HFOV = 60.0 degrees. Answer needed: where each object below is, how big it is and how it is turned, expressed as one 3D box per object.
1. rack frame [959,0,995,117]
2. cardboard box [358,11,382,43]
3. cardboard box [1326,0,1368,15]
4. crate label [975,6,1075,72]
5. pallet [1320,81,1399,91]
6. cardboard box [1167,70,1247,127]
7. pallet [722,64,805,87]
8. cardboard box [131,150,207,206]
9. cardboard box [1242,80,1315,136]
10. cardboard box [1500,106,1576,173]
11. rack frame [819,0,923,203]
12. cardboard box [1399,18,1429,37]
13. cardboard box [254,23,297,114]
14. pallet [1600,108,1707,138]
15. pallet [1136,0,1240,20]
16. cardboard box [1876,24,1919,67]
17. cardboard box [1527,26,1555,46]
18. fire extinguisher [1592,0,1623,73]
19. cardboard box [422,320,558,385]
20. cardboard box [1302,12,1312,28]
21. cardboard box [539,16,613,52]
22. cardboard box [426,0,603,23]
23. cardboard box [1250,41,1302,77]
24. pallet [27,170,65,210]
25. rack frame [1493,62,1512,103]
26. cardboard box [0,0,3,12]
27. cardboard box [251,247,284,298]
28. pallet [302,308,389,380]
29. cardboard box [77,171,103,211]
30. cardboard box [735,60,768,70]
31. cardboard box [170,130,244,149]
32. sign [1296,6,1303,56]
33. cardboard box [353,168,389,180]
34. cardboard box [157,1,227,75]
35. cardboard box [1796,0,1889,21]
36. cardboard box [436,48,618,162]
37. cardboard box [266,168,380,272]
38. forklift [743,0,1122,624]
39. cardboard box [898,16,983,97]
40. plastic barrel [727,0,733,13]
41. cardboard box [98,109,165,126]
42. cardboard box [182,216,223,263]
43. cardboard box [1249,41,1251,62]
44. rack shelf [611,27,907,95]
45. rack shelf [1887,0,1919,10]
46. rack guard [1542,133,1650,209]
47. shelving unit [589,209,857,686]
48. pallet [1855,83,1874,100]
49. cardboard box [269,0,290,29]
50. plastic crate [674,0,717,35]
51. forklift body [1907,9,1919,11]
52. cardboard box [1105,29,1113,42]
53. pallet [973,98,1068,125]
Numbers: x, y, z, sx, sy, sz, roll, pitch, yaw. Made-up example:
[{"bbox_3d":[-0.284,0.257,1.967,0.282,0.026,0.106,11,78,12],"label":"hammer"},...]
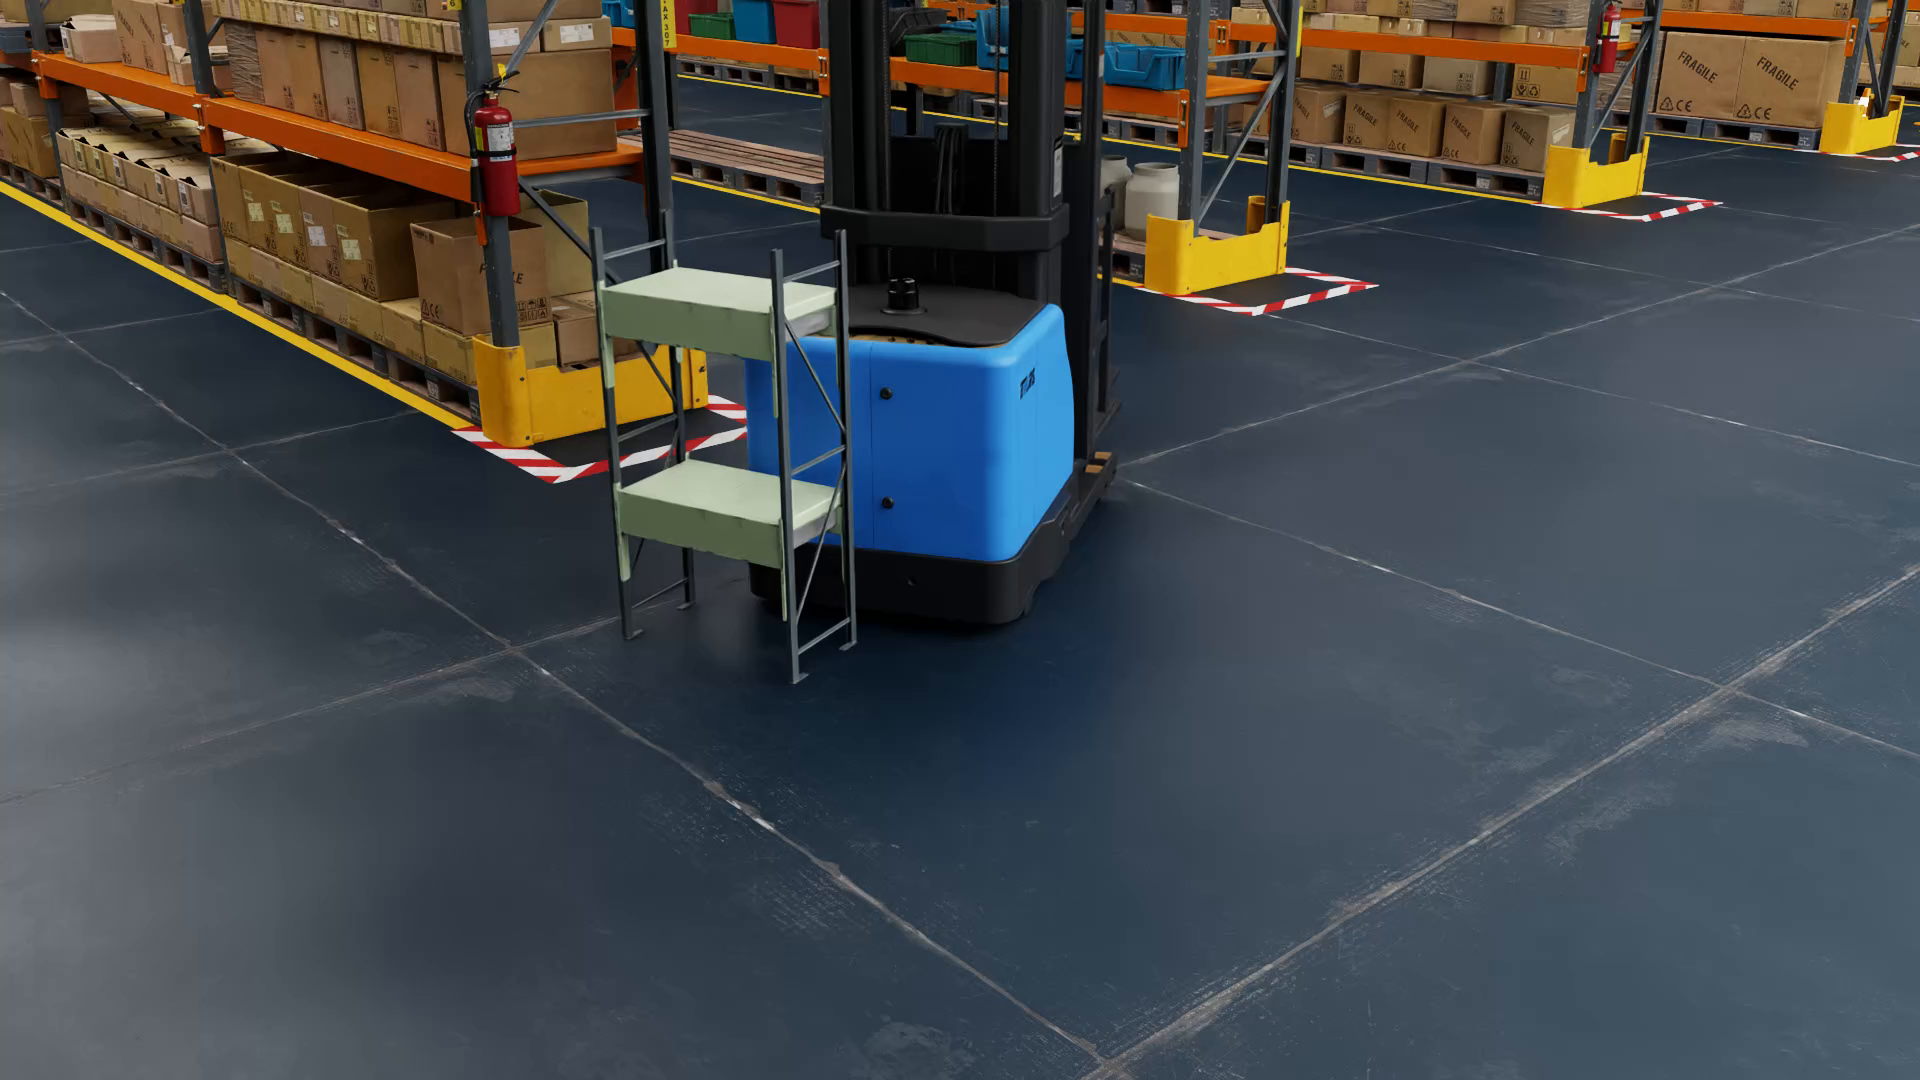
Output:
[{"bbox_3d":[0.406,-6.598,19.717,1.000,3.000,0.127,-17,27,-37],"label":"rack frame"},{"bbox_3d":[-2.946,-2.724,8.800,0.380,0.149,0.250,-16,27,-36],"label":"cardboard box"},{"bbox_3d":[3.967,-5.278,15.802,0.875,0.500,0.500,-17,27,-37],"label":"cardboard box"},{"bbox_3d":[0.470,-3.669,12.191,0.502,0.435,0.616,-17,27,-37],"label":"crate label"},{"bbox_3d":[5.480,-5.880,21.707,1.003,0.211,1.213,-17,27,-37],"label":"pallet"},{"bbox_3d":[2.633,-4.709,17.717,0.500,0.500,0.700,20,29,41],"label":"cardboard box"},{"bbox_3d":[-2.642,-6.634,23.631,1.003,0.211,1.213,-17,27,-37],"label":"pallet"},{"bbox_3d":[-5.640,-2.636,12.028,0.500,0.311,0.500,-18,27,-38],"label":"cardboard box"},{"bbox_3d":[3.248,-4.405,16.968,0.500,0.500,0.500,-18,28,-39],"label":"cardboard box"},{"bbox_3d":[5.233,-3.596,14.904,0.500,0.500,0.500,-12,24,-28],"label":"cardboard box"},{"bbox_3d":[-0.735,-4.314,13.885,1.000,3.000,0.127,-17,27,-37],"label":"rack frame"},{"bbox_3d":[4.227,-4.690,15.189,0.380,0.149,0.250,-17,27,-37],"label":"cardboard box"},{"bbox_3d":[-3.846,-2.917,10.181,0.700,0.500,0.500,-18,28,-38],"label":"cardboard box"},{"bbox_3d":[8.078,-4.781,18.902,1.003,0.211,1.213,-17,27,-37],"label":"pallet"},{"bbox_3d":[2.629,-5.649,17.558,1.003,0.211,1.213,-17,27,-37],"label":"pallet"},{"bbox_3d":[12.072,-6.314,21.158,0.500,0.500,0.500,-16,27,-36],"label":"cardboard box"},{"bbox_3d":[5.123,-4.370,14.372,0.380,0.149,0.250,-17,27,-37],"label":"cardboard box"},{"bbox_3d":[5.354,-4.210,13.727,0.296,0.674,0.183,-17,27,-37],"label":"fire extinguisher"},{"bbox_3d":[-2.453,-1.024,8.679,0.500,0.250,0.500,-17,27,-37],"label":"cardboard box"},{"bbox_3d":[3.438,-5.044,16.092,0.380,0.149,0.250,-17,27,-37],"label":"cardboard box"},{"bbox_3d":[-1.972,-2.539,8.327,0.380,0.149,0.250,-18,27,-38],"label":"cardboard box"},{"bbox_3d":[-2.208,-2.828,8.175,0.700,0.500,0.500,-17,27,-37],"label":"cardboard box"},{"bbox_3d":[4.559,-6.709,22.510,1.050,0.750,0.750,-18,28,-38],"label":"cardboard box"},{"bbox_3d":[-7.560,-3.158,14.757,1.003,0.211,1.213,-17,27,-37],"label":"pallet"},{"bbox_3d":[6.841,-6.646,19.839,1.000,3.000,0.127,-17,27,-37],"label":"rack frame"},{"bbox_3d":[-8.512,-5.115,15.217,0.500,0.500,0.700,14,25,32],"label":"cardboard box"},{"bbox_3d":[-4.094,-1.711,10.435,0.500,0.250,0.500,-17,27,-37],"label":"cardboard box"},{"bbox_3d":[-3.202,-1.270,9.938,1.003,0.211,1.213,-17,27,-37],"label":"pallet"},{"bbox_3d":[-6.653,-2.803,13.222,0.500,0.250,0.500,-18,28,-39],"label":"cardboard box"},{"bbox_3d":[-2.575,-7.111,23.364,0.875,0.875,0.875,-17,27,-37],"label":"cardboard box"},{"bbox_3d":[-5.901,-3.049,13.081,0.500,0.311,0.500,-18,27,-38],"label":"cardboard box"},{"bbox_3d":[2.296,-3.467,11.344,0.100,0.325,0.005,-17,27,-37],"label":"sign"},{"bbox_3d":[-3.375,-2.046,10.261,0.500,0.500,0.500,-17,27,-37],"label":"cardboard box"},{"bbox_3d":[-5.323,-3.544,11.782,0.500,0.500,0.500,-15,26,-34],"label":"cardboard box"},{"bbox_3d":[9.175,-5.702,17.224,0.875,0.550,0.550,-17,27,-37],"label":"cardboard box"},{"bbox_3d":[-2.174,-2.209,8.374,0.700,0.500,0.500,-17,27,-37],"label":"cardboard box"},{"bbox_3d":[-3.772,-1.921,9.942,0.500,0.500,0.500,-17,27,-37],"label":"cardboard box"},{"bbox_3d":[0.096,-1.567,6.965,1.130,2.935,3.031,6,22,15],"label":"forklift"},{"bbox_3d":[-0.028,-6.000,20.527,1.225,0.875,0.875,-19,28,-40],"label":"cardboard box"},{"bbox_3d":[-1.955,-5.016,15.491,0.433,0.535,0.433,0,21,0],"label":"plastic barrel"},{"bbox_3d":[-7.181,-3.476,14.569,0.500,0.500,0.500,-16,27,-35],"label":"cardboard box"},{"bbox_3d":[-4.980,-2.097,11.418,0.500,0.250,0.500,-18,28,-38],"label":"cardboard box"},{"bbox_3d":[3.961,-7.039,23.694,0.500,0.500,0.500,-19,28,-40],"label":"cardboard box"},{"bbox_3d":[-2.040,-4.531,15.427,1.077,0.370,4.000,-17,27,-37],"label":"rack shelf"},{"bbox_3d":[11.830,-6.965,21.639,1.077,0.370,4.000,-17,27,-37],"label":"rack shelf"},{"bbox_3d":[5.579,-3.245,14.583,1.175,0.500,0.348,-17,27,-37],"label":"rack guard"},{"bbox_3d":[-0.801,-0.329,5.768,0.755,1.500,0.431,12,24,27],"label":"shelving unit"},{"bbox_3d":[11.791,-6.039,22.114,1.003,0.211,1.213,-17,27,-37],"label":"pallet"},{"bbox_3d":[-3.794,-3.082,9.713,0.380,0.149,0.250,-19,28,-39],"label":"cardboard box"},{"bbox_3d":[-2.523,-4.929,15.369,0.402,0.464,0.583,-17,27,-37],"label":"plastic crate"},{"bbox_3d":[14.274,-7.624,23.500,2.313,2.155,1.214,-17,27,-37],"label":"forklift body"},{"bbox_3d":[2.247,-7.475,24.807,0.500,0.500,0.500,-16,26,-35],"label":"cardboard box"},{"bbox_3d":[0.915,-5.083,19.673,1.003,0.211,1.213,-17,27,-37],"label":"pallet"}]
